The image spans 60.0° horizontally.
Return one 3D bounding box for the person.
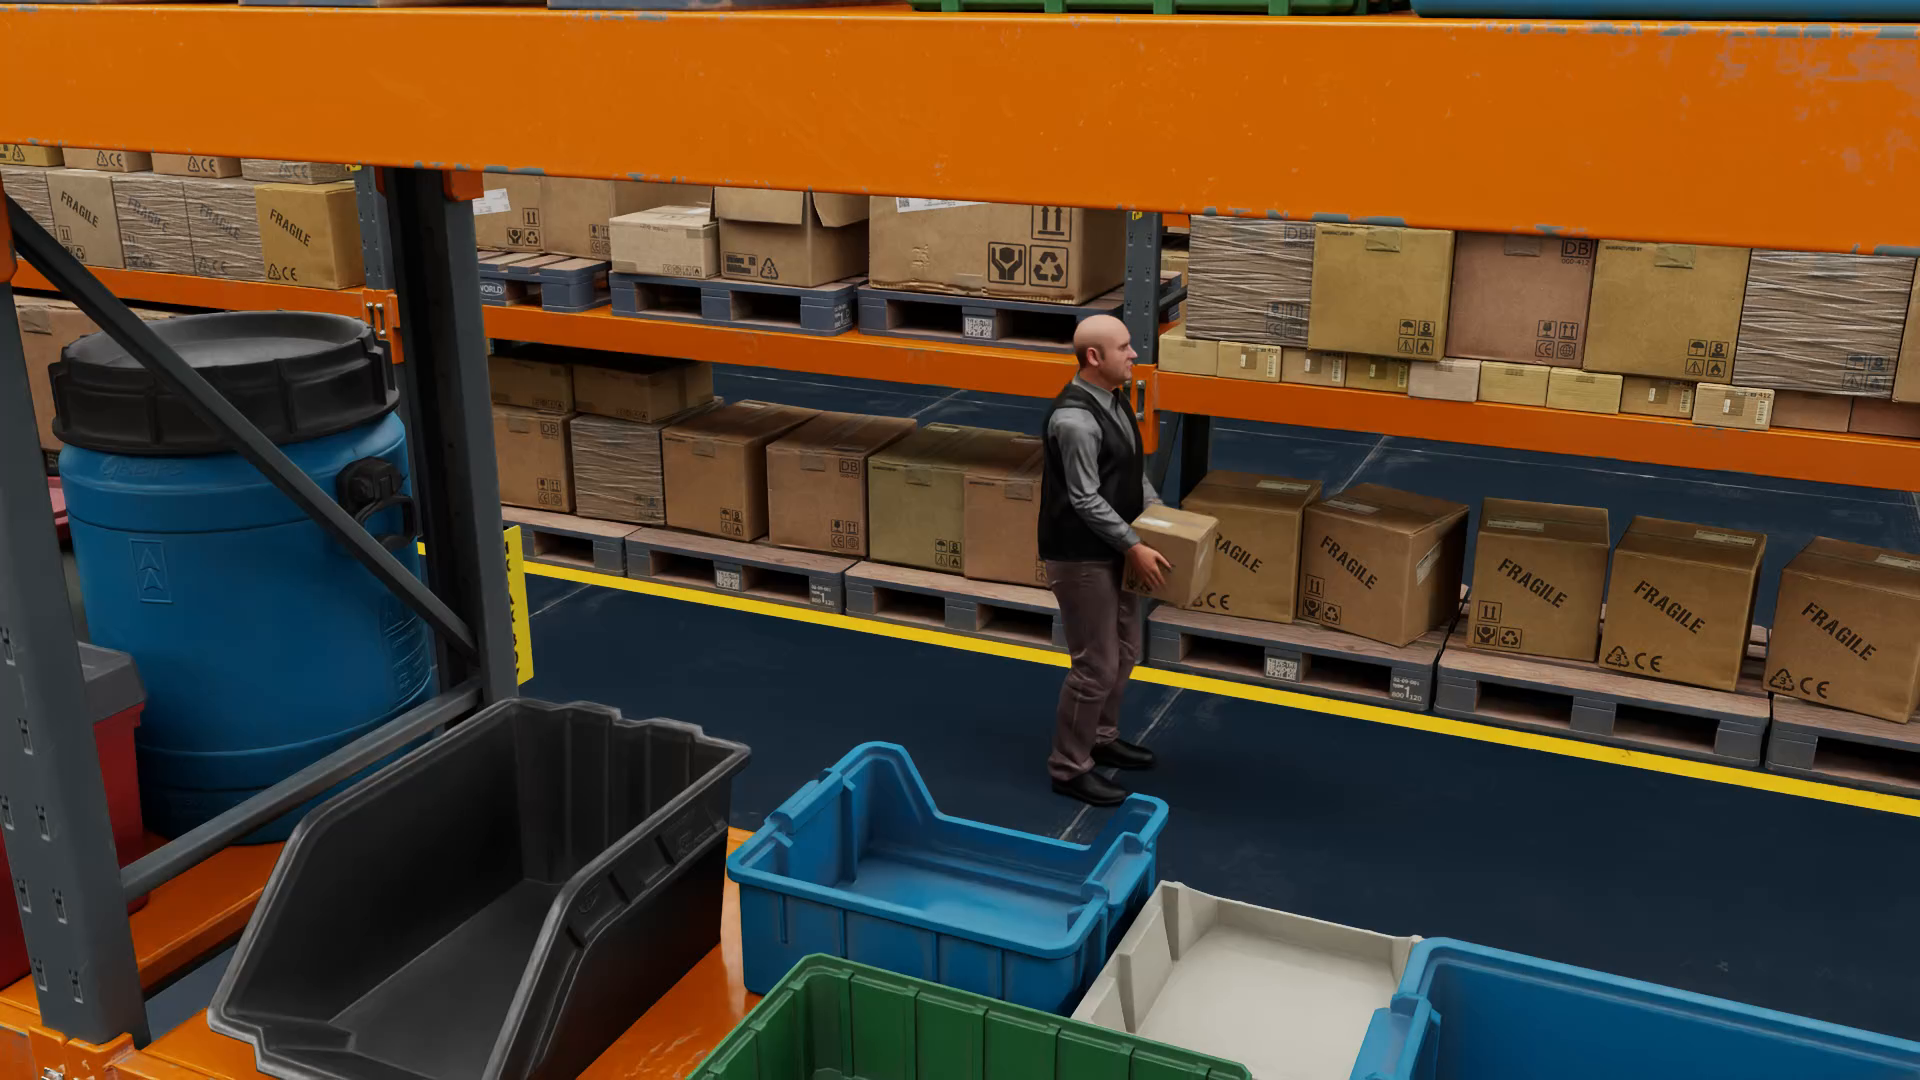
[{"bbox_3d":[0.542,0.061,5.914,0.513,1.727,0.536,8,20,22],"label":"person"}]
